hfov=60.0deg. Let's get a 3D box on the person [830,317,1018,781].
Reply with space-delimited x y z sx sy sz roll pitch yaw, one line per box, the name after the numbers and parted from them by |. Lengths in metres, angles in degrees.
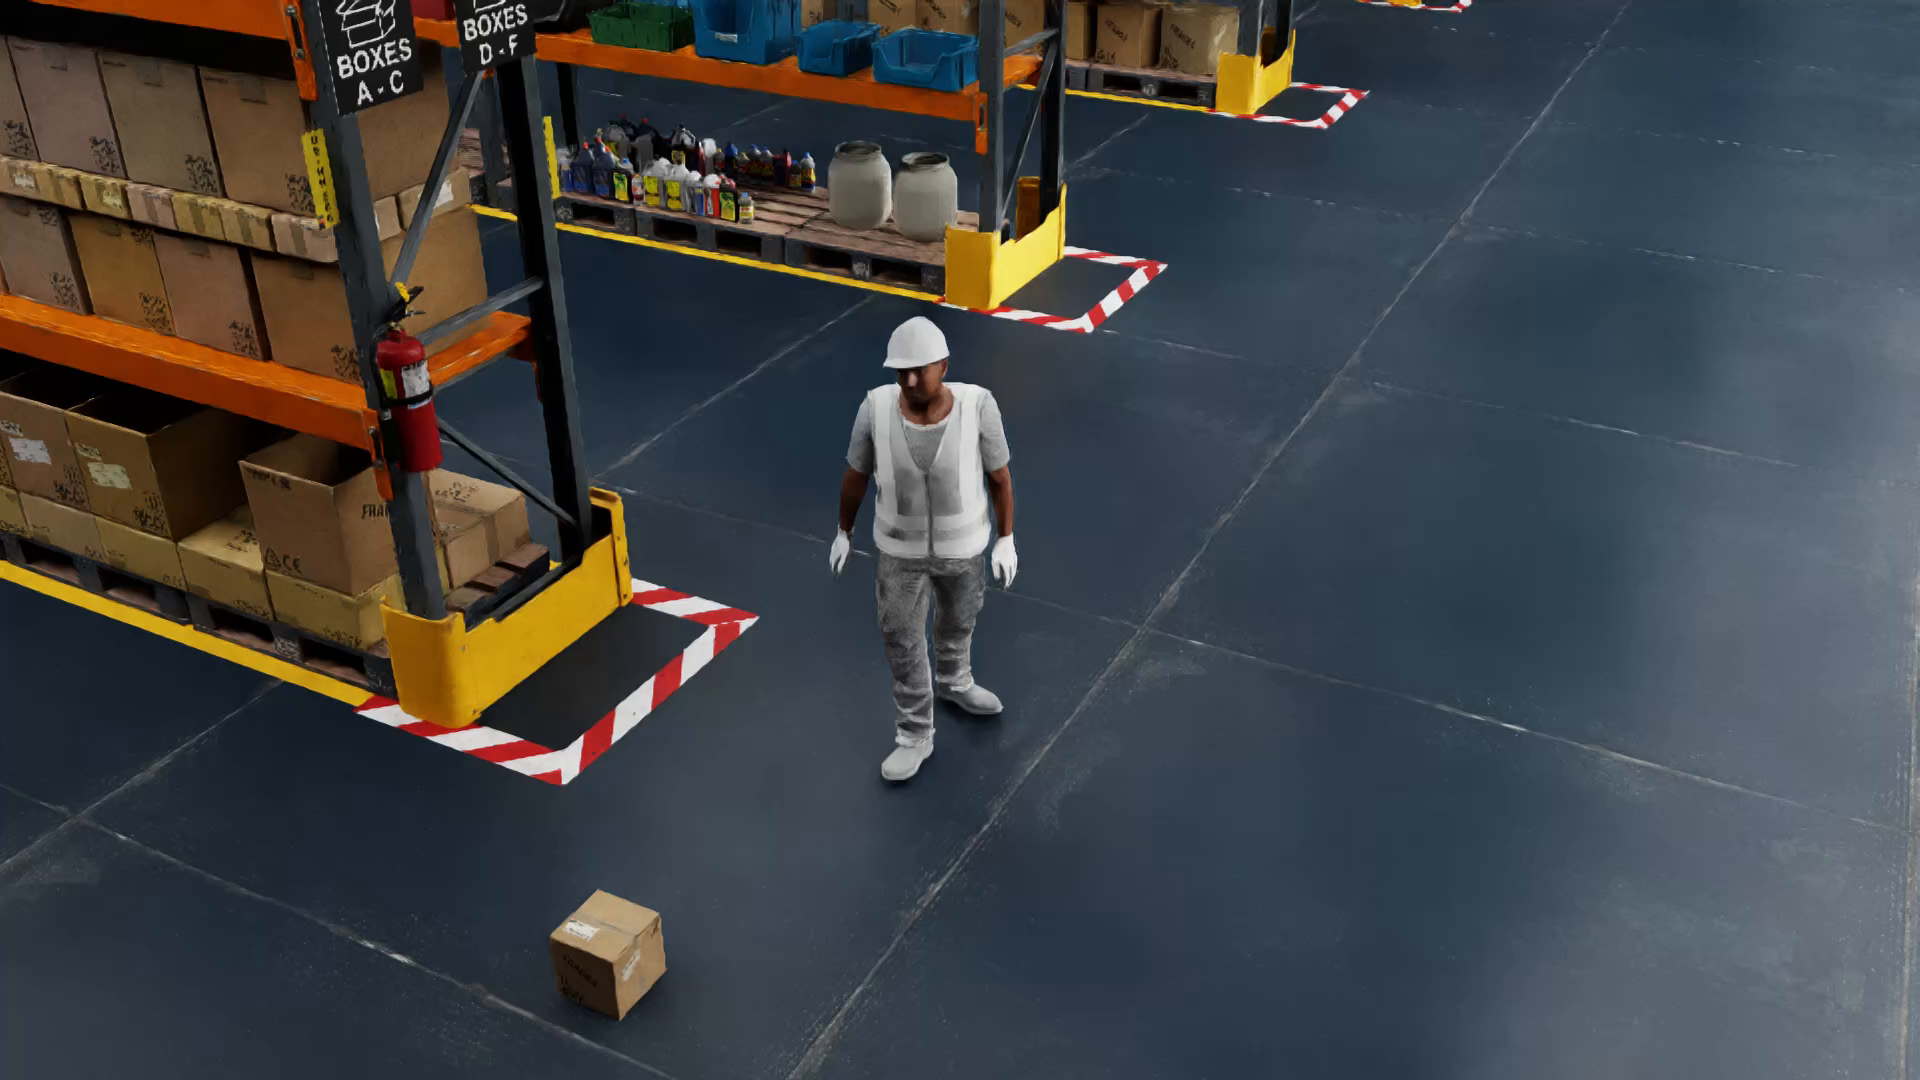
-0.137 0.006 6.103 0.693 1.781 0.623 -1 30 -2 | person
